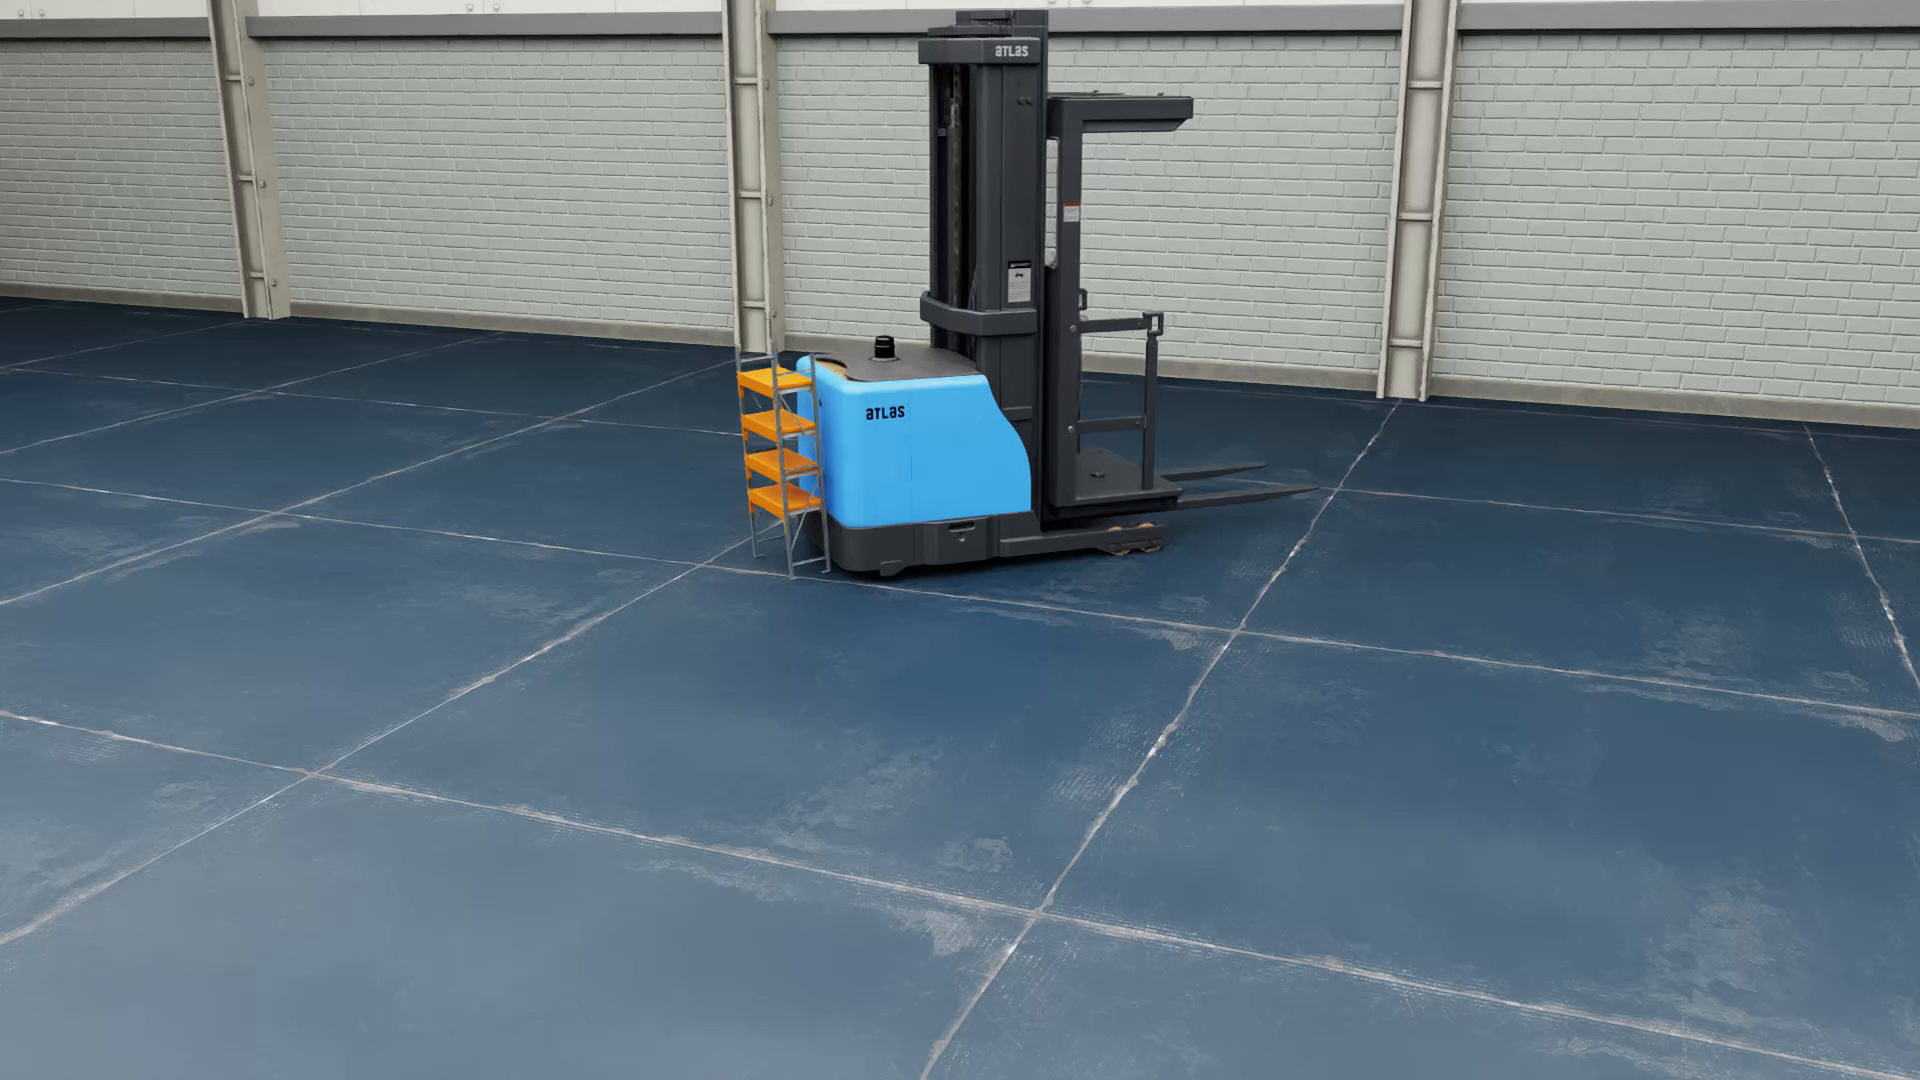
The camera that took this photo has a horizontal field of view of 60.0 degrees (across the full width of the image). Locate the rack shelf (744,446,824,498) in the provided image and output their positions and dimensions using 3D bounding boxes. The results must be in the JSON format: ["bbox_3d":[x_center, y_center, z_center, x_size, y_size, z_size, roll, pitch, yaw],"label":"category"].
[{"bbox_3d":[-0.956,-0.373,9.023,0.258,0.148,0.480,-12,20,-27],"label":"rack shelf"}]

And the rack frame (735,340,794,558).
[{"bbox_3d":[-1.080,-0.496,9.206,0.240,1.200,0.015,-12,20,-27],"label":"rack frame"}]

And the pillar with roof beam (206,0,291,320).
[{"bbox_3d":[-9.069,-5.625,12.910,0.400,9.000,9.100,6,17,21],"label":"pillar with roof beam"}]

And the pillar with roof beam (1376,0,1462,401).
[{"bbox_3d":[2.094,-4.398,8.681,0.400,9.000,9.100,6,17,21],"label":"pillar with roof beam"}]

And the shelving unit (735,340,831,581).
[{"bbox_3d":[-0.959,-0.437,9.002,0.258,1.200,0.503,-12,20,-27],"label":"shelving unit"}]

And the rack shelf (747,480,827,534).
[{"bbox_3d":[-0.946,-0.184,9.083,0.258,0.148,0.480,-12,20,-27],"label":"rack shelf"}]

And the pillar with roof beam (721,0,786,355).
[{"bbox_3d":[-3.488,-5.012,10.796,0.400,9.000,9.100,6,17,21],"label":"pillar with roof beam"}]

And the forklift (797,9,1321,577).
[{"bbox_3d":[0.632,-1.448,9.403,3.031,2.935,1.130,-6,17,-20],"label":"forklift"}]

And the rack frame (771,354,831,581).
[{"bbox_3d":[-0.838,-0.378,8.799,0.240,1.200,0.015,-12,20,-27],"label":"rack frame"}]

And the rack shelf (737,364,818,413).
[{"bbox_3d":[-0.978,-0.811,8.883,0.258,0.148,0.480,-12,20,-27],"label":"rack shelf"}]

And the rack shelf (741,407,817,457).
[{"bbox_3d":[-0.966,-0.586,8.955,0.258,0.148,0.480,-12,20,-27],"label":"rack shelf"}]
